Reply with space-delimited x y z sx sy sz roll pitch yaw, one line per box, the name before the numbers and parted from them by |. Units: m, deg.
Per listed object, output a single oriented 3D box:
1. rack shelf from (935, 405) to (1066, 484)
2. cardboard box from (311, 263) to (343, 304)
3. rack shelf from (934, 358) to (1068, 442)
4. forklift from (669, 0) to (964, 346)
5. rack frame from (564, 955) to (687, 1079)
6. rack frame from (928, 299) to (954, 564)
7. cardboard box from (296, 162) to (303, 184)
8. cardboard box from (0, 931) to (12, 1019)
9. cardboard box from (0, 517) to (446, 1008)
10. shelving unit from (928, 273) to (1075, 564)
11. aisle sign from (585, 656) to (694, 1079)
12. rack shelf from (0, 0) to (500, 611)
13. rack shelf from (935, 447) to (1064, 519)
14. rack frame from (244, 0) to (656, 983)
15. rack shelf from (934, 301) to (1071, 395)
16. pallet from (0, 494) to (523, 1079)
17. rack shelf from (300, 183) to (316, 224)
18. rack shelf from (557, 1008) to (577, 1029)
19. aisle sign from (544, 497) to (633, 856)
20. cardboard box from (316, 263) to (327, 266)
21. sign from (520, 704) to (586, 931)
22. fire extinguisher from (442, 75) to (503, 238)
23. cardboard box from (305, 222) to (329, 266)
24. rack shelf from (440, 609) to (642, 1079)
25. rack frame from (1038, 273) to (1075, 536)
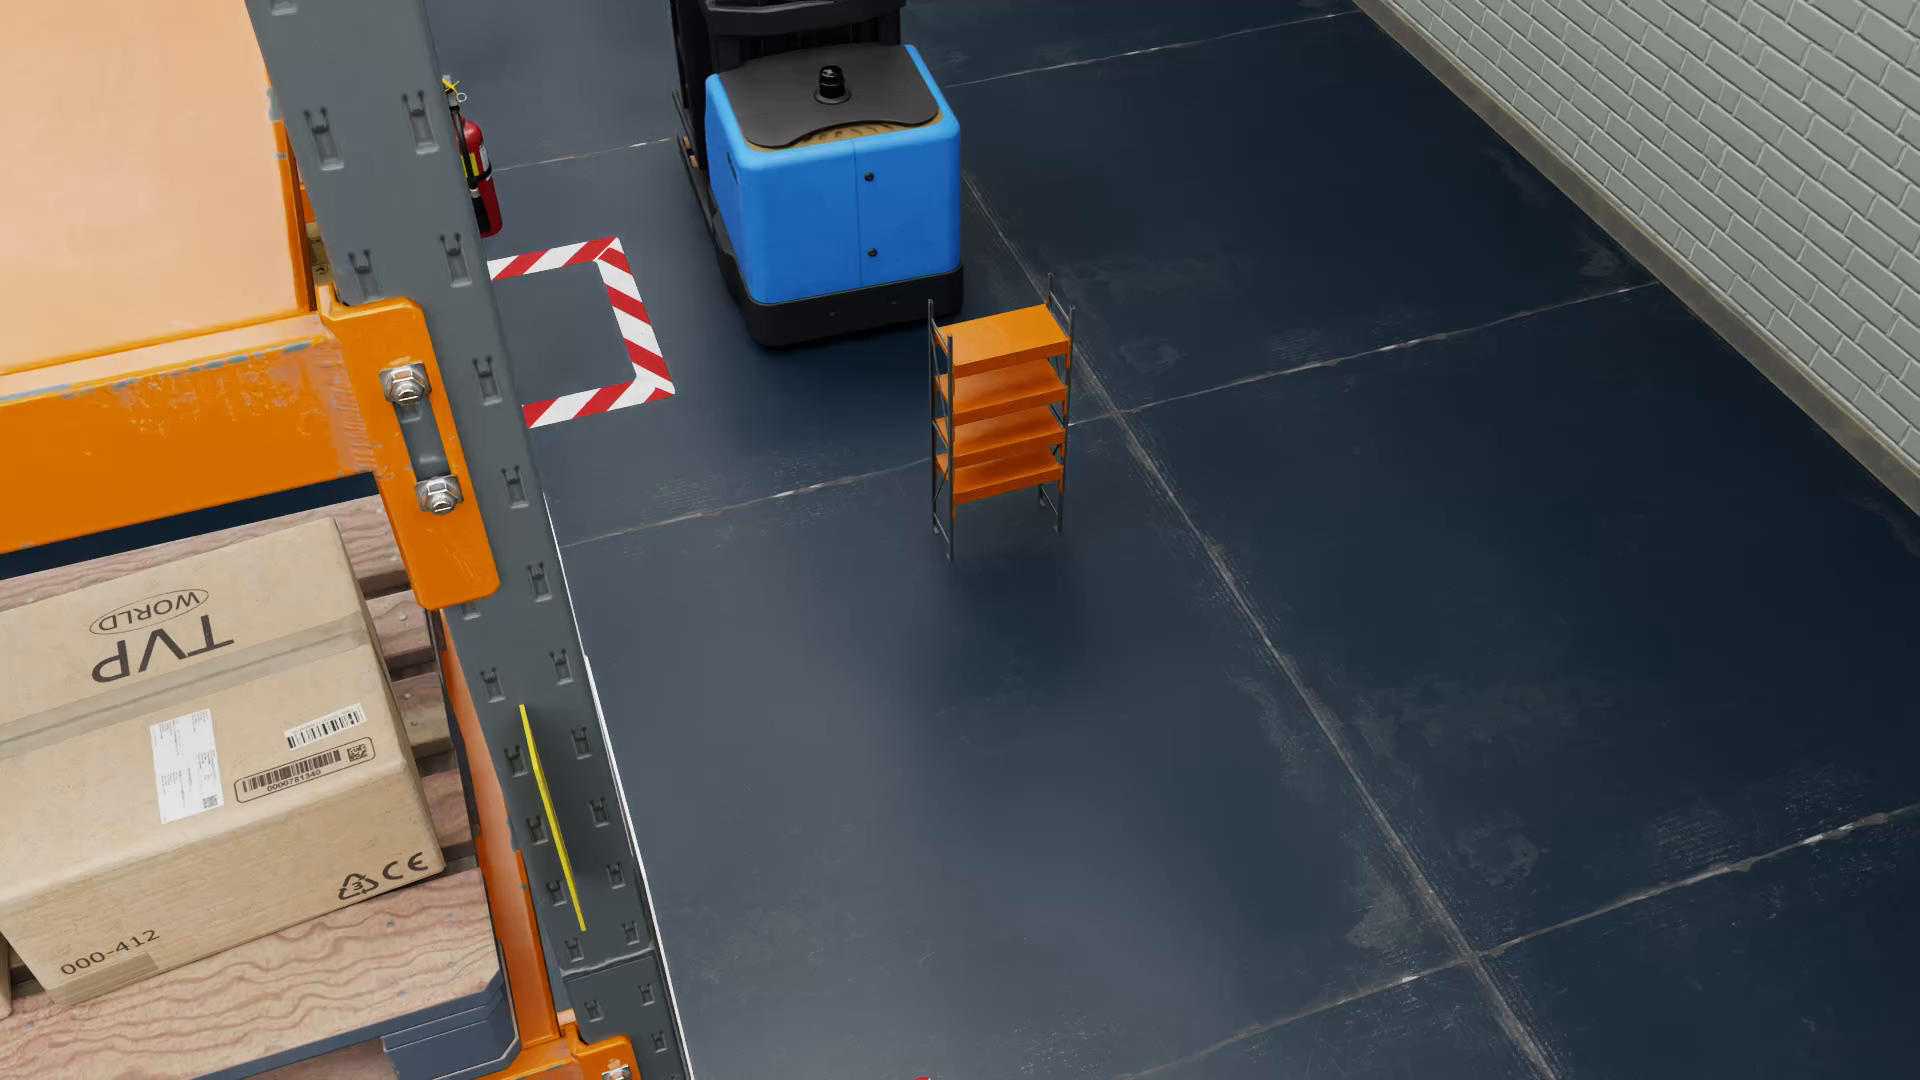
rack shelf | 0.156 -0.416 6.722 0.480 0.148 0.258 -14 47 -14
cardboard box | -2.830 -1.024 7.259 0.250 0.149 0.380 -14 47 -13
rack shelf | 0.156 -0.574 6.563 0.480 0.148 0.258 -14 47 -14
forklift | -0.903 -3.016 7.996 1.130 2.935 3.031 -12 46 -12
rack frame | -0.643 1.305 3.641 0.127 3.000 1.000 -14 47 -14
rack frame | -0.074 -0.405 6.616 0.015 1.200 0.240 -14 47 -14
cardboard box | -2.629 -1.613 6.727 0.250 0.149 0.380 -14 47 -14
cardboard box | -1.402 0.473 2.162 0.250 0.149 0.380 -18 48 -17
cardboard box | -1.035 0.283 2.280 0.500 0.250 0.500 -18 48 -17
shelving unit | 0.156 -0.463 6.674 0.503 1.200 0.258 -14 47 -14
aisle sign | -0.470 0.576 2.532 0.004 0.787 0.394 -14 47 -14
rack shelf | -2.524 0.063 1.433 4.000 0.370 1.077 -14 47 -14
rack shelf | 0.156 -0.276 6.862 0.480 0.148 0.258 -14 47 -14
rack frame | -0.643 -0.813 1.516 0.127 3.000 1.000 -14 47 -14
rack shelf | 0.156 -0.741 6.396 0.480 0.148 0.258 -14 47 -14
pallet | -1.337 0.463 2.425 1.213 0.211 1.003 -14 47 -14
rack shelf | -4.299 -1.234 6.679 4.000 0.370 1.077 -14 47 -14
rack shelf | -2.524 2.040 3.417 4.000 0.370 1.077 -14 47 -14
aisle sign | -0.673 0.177 2.930 0.004 0.787 0.394 -14 47 -14
cardboard box | -2.998 -1.261 7.704 0.250 0.149 0.380 -13 46 -12
sign | -0.471 0.326 1.929 0.005 0.325 0.100 -14 47 -14
fire extinguisher | -2.025 -1.563 6.817 0.183 0.674 0.296 -14 47 -14
cardboard box | -3.026 -1.421 7.654 0.250 0.149 0.380 -16 47 -16
rack shelf | -2.524 0.981 2.354 4.000 0.370 1.077 -14 47 -14
rack frame | 0.385 -0.522 6.732 0.015 1.200 0.240 -14 47 -14
